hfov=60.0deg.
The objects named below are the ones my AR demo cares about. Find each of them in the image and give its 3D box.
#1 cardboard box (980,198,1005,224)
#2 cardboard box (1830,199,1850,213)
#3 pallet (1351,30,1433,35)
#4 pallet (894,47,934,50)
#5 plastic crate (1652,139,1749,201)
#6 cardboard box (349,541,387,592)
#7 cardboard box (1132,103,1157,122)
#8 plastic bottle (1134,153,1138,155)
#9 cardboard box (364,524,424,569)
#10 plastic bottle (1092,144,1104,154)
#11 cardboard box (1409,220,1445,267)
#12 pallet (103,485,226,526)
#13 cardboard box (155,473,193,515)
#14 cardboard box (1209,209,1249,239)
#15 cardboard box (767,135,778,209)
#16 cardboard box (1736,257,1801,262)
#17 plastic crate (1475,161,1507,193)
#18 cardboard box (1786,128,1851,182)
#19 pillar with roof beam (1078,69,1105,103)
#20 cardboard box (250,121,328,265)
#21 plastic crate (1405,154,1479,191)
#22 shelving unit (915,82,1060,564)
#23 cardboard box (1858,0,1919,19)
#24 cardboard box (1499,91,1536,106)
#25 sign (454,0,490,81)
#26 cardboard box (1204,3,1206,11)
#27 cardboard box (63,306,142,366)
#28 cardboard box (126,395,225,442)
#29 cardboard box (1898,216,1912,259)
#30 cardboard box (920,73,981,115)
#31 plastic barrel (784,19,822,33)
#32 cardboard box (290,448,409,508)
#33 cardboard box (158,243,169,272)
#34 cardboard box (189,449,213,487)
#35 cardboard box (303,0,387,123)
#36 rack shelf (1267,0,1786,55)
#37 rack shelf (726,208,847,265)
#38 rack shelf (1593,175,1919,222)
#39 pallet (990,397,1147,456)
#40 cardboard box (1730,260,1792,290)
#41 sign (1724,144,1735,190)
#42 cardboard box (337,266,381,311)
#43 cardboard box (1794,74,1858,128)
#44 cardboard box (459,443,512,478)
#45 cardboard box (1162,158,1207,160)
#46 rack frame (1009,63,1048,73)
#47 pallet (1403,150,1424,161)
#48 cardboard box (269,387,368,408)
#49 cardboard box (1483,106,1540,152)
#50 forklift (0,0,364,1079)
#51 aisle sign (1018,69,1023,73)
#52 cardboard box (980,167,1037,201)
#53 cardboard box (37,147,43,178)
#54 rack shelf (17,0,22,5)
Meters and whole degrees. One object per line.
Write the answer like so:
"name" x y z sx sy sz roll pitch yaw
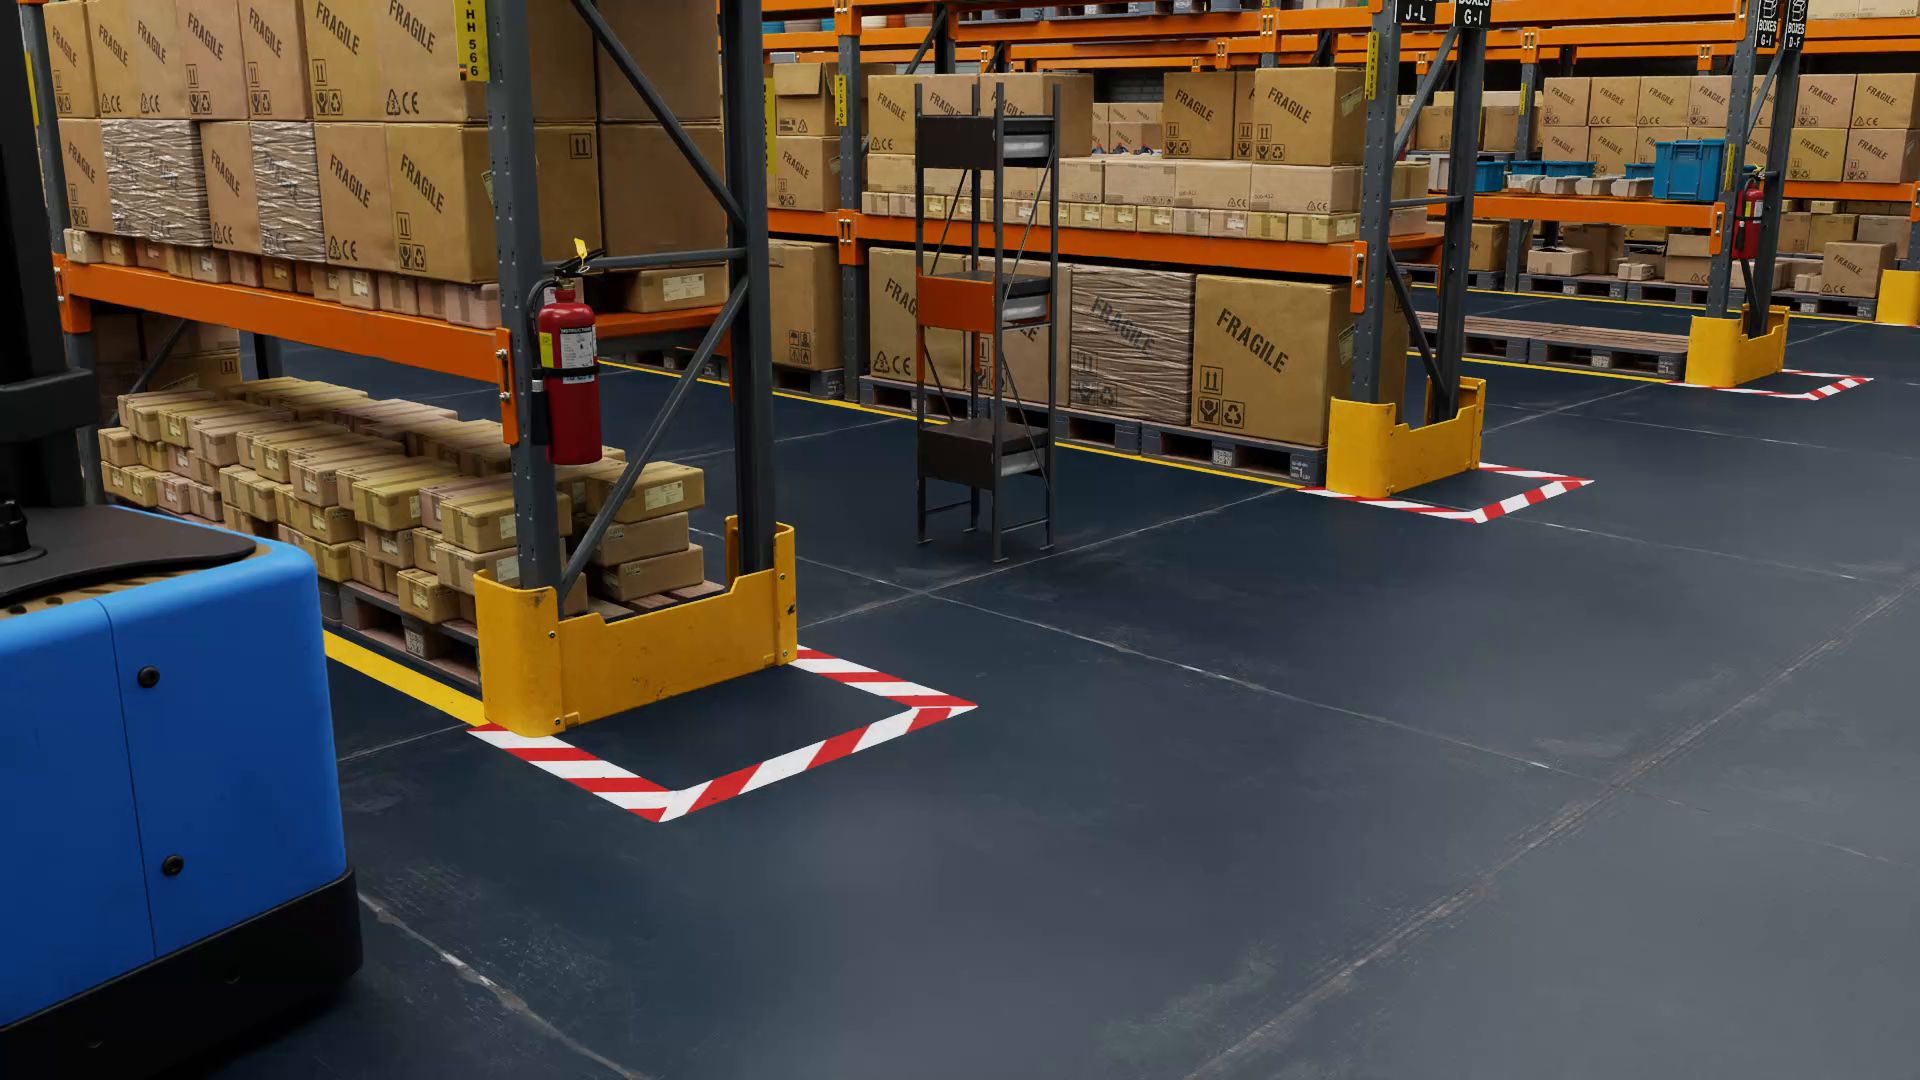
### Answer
"cardboard box" 0.315 -2.086 10.486 0.250 0.149 0.380 13 20 41
"cardboard box" 11.146 -4.236 21.080 0.250 0.149 0.380 14 20 43
"pallet" 5.288 -5.968 19.310 1.003 0.211 1.213 14 20 42
"pallet" -0.808 -7.466 24.864 1.213 0.211 1.003 14 20 42
"plastic crate" 5.526 -2.772 12.432 0.499 0.435 0.616 14 20 42
"cardboard box" -2.153 0.073 6.522 0.250 0.149 0.380 14 20 43
"cardboard box" 3.216 -7.012 27.665 0.500 0.500 0.500 14 20 42
"plastic bottle" 1.692 -3.591 16.021 0.097 0.271 0.097 0 15 0
"cardboard box" -2.010 -0.018 6.284 0.250 0.149 0.380 13 19 40
"plastic bottle" 1.335 -3.671 16.171 0.185 0.351 0.144 14 20 42
"cardboard box" 5.553 -3.425 19.213 0.500 0.500 0.500 14 20 42
"pallet" -3.429 -0.159 8.123 1.213 0.211 1.003 14 20 42
"cardboard box" -3.491 -0.240 7.726 0.250 0.149 0.380 14 20 42
"cardboard box" 1.604 -1.772 9.284 0.250 0.149 0.380 14 20 42
"cardboard box" -1.299 -2.670 12.034 0.500 0.500 0.500 -14 20 -42
"cardboard box" 8.423 -2.803 17.323 0.500 0.250 0.500 14 20 42
"plastic crate" 4.240 -2.962 13.563 0.300 0.233 0.416 14 20 42
"cardboard box" 8.450 -3.767 16.241 0.500 0.500 0.500 14 20 43
"pillar with roof beam" -0.629 -9.455 26.374 0.400 9.000 9.100 14 20 42
"cardboard box" -2.298 -1.322 6.267 0.500 0.500 0.500 14 20 42
"plastic crate" 3.988 -3.072 13.889 0.530 0.282 0.437 14 20 42
"shelving unit" 0.119 -0.987 7.556 0.503 2.100 0.431 14 20 42
"cardboard box" 8.784 -5.020 15.599 0.500 0.250 0.500 14 20 42
"cardboard box" 7.912 -6.157 23.298 0.500 0.250 0.500 14 20 43
"sign" -1.457 -1.535 4.952 0.005 0.325 0.100 14 20 42
"cardboard box" 3.212 -6.651 21.024 0.500 0.250 0.500 12 19 38
"cardboard box" -4.648 -1.060 8.690 0.500 0.250 0.500 13 19 41
"cardboard box" -3.675 -0.574 7.827 0.380 0.149 0.250 -13 20 -41
"cardboard box" 11.839 -3.685 20.249 0.500 0.500 0.700 14 20 42
"cardboard box" 0.095 -2.718 10.636 0.500 0.500 0.500 14 20 42
"plastic barrel" -1.755 -6.331 19.338 0.600 0.901 0.600 0 15 0
"cardboard box" -2.404 -0.248 6.576 0.380 0.149 0.250 -14 20 -42
"cardboard box" -3.302 -1.271 7.360 0.250 0.149 0.380 13 19 40
"cardboard box" -3.261 -0.354 7.571 0.250 0.149 0.380 12 19 39
"cardboard box" -1.924 -1.719 5.809 0.500 0.500 0.500 13 19 40
"rack shelf" 4.456 -4.154 13.405 4.000 0.370 1.077 14 20 42
"rack shelf" -1.861 -2.504 13.019 4.000 0.370 1.077 14 20 42
"rack shelf" 7.897 -3.601 17.231 4.000 0.370 1.077 14 20 42
"pallet" 0.954 -0.792 10.552 1.213 0.211 1.003 14 20 42
"cardboard box" 8.112 -2.704 16.941 0.500 0.250 0.500 14 20 42
"sign" 5.526 -2.677 11.934 0.005 0.325 0.100 14 20 42
"cardboard box" -2.032 -0.935 6.071 0.380 0.149 0.250 -14 20 -43
"cardboard box" 8.462 -4.248 16.104 0.500 0.500 0.500 -14 20 -43
"cardboard box" -1.809 -0.306 6.800 0.250 0.149 0.380 12 19 40
"cardboard box" 1.562 -2.185 10.075 0.500 0.250 0.500 13 19 40
"rack frame" 1.255 -7.299 29.997 0.127 3.000 1.000 14 20 42
"pallet" 4.981 -4.567 19.891 1.213 0.211 1.003 14 20 42
"cardboard box" -3.104 -0.636 8.065 0.250 0.149 0.380 13 20 42
"cardboard box" 6.272 -4.674 18.892 0.500 0.500 0.700 7 16 24
"forklift" -2.899 -0.467 3.910 3.031 2.935 1.130 9 17 32
"aisle sign" 0.995 -8.515 29.509 0.004 0.787 0.394 14 20 42
"cardboard box" 0.467 -2.266 10.387 0.500 0.250 0.500 -14 20 -43
"cardboard box" -4.360 -1.879 8.269 0.380 0.149 0.250 -14 20 -42
"rack shelf" -5.376 -3.073 9.254 4.000 0.370 1.077 14 20 42
